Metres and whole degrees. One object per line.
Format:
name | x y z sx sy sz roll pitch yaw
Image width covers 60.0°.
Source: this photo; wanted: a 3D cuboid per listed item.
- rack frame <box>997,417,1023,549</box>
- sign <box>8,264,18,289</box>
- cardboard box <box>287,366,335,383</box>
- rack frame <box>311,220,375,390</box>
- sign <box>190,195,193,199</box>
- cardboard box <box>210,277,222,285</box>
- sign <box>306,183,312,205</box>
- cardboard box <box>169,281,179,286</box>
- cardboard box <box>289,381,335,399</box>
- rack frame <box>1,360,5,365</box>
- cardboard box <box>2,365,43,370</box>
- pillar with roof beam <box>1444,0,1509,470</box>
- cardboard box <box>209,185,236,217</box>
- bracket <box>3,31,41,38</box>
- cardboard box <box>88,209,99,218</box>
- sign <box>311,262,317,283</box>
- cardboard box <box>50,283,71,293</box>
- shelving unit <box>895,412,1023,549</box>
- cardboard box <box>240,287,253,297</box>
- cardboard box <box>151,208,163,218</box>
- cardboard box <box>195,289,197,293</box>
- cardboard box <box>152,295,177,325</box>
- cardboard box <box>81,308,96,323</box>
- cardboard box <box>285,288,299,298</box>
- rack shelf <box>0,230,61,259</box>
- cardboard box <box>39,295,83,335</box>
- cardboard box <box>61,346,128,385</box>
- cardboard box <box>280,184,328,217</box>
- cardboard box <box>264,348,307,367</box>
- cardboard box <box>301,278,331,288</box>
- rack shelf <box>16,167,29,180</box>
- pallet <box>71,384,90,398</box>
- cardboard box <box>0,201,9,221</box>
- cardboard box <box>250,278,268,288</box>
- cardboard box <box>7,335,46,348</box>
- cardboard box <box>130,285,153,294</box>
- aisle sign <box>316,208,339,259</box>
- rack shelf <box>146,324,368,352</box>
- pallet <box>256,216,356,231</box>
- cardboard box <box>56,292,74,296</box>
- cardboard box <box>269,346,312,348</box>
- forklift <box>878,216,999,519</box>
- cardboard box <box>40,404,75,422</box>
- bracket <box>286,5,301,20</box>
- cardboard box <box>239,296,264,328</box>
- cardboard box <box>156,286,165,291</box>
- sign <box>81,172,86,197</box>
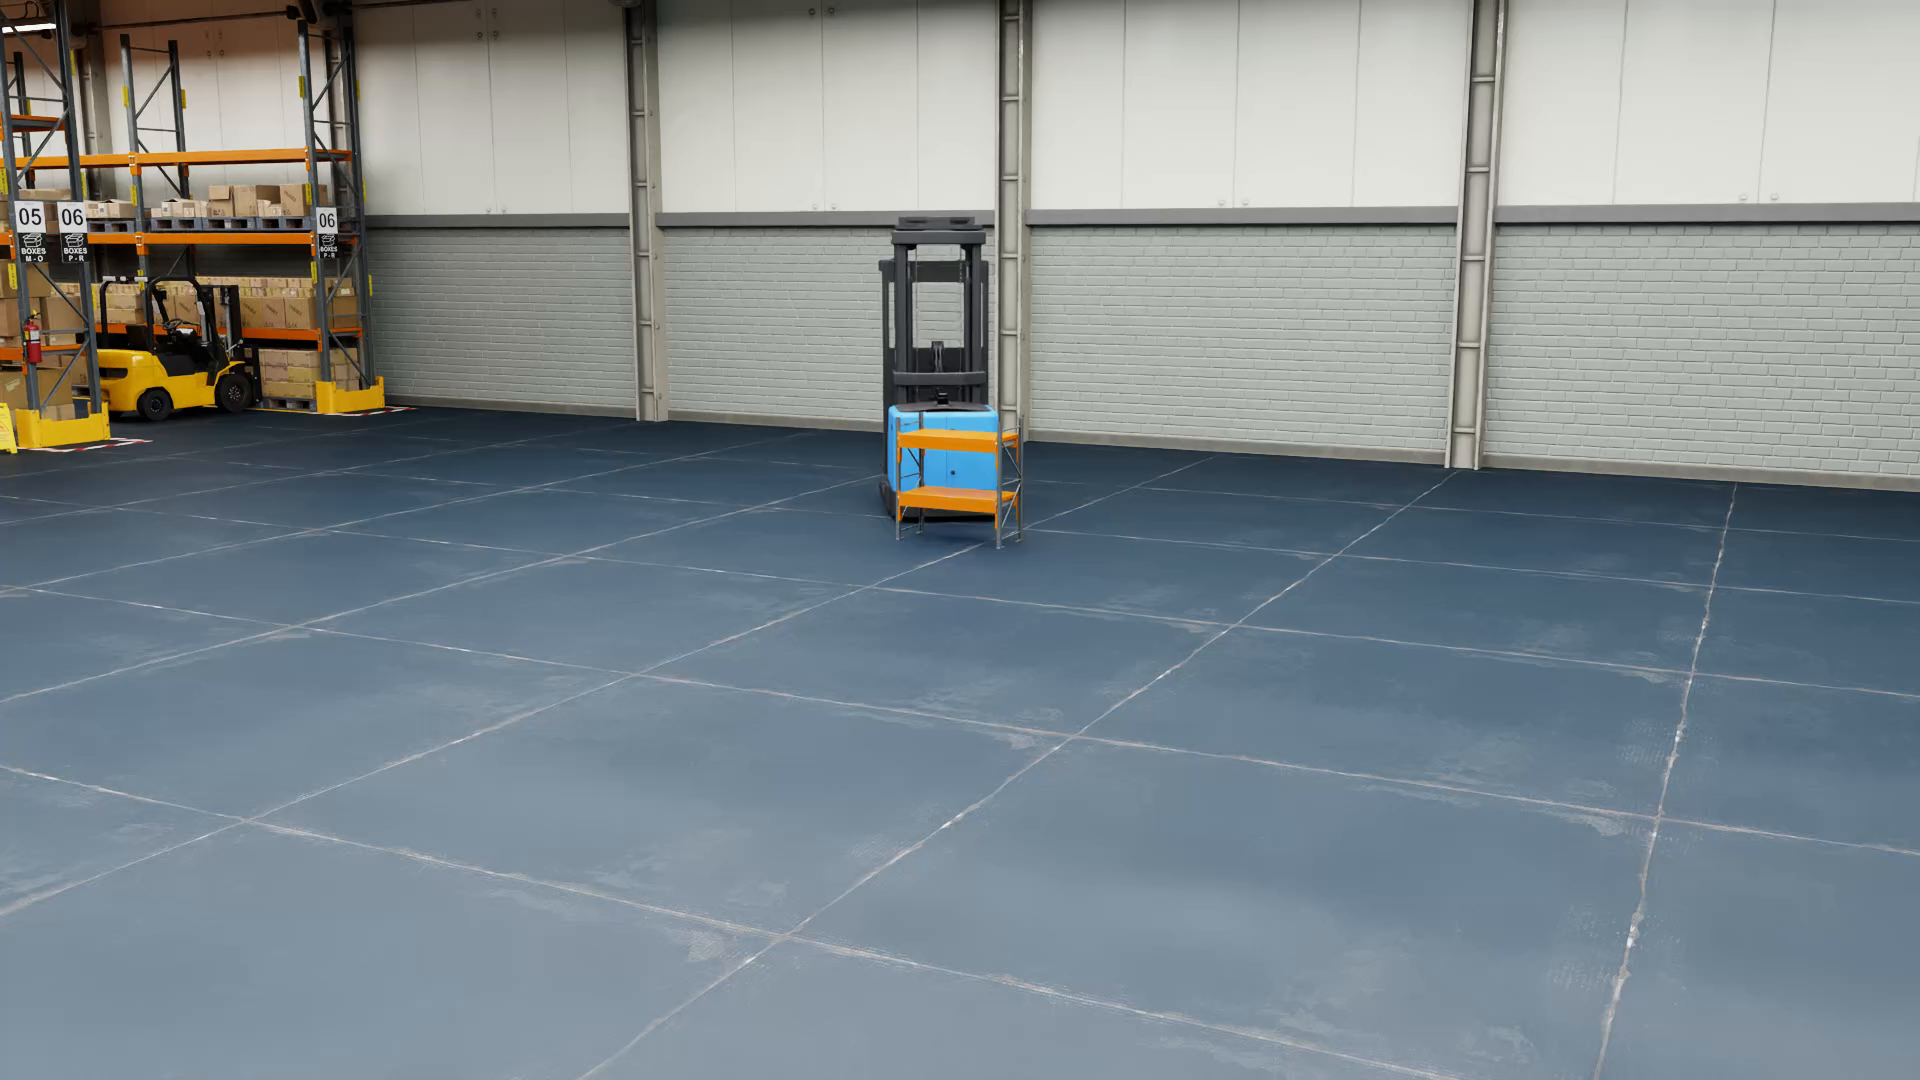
rack frame | 0.450 -0.514 14.912 0.032 1.125 0.500 5 11 26
sign | -12.288 -3.421 21.571 0.005 0.325 0.100 5 11 26
cardboard box | -10.407 -2.664 26.664 0.500 0.250 0.500 5 11 25
rack frame | -9.832 -3.576 26.565 0.127 3.000 1.000 5 11 26
sign | -13.175 -5.749 28.477 0.005 0.325 0.100 5 11 26
cardboard box | -12.074 -4.244 27.322 0.250 0.149 0.380 5 11 26
sign | -10.084 -5.363 25.753 0.005 0.325 0.100 5 11 26
cardboard box | -12.982 -4.330 27.794 0.250 0.149 0.380 5 11 27
cardboard box | -10.393 -2.416 26.698 0.500 0.250 0.500 5 11 26
rack frame | -17.006 -4.206 30.048 0.127 3.000 1.000 5 11 26
cardboard box | -13.118 -2.155 23.153 0.500 0.500 0.500 5 11 24
pillar with roof beam | 4.180 -4.621 15.493 0.400 9.000 9.100 5 11 26
cardboard box | -11.719 -5.503 27.043 0.637 0.503 0.797 5 12 28
bracket | -18.278 -9.150 30.410 4.783 0.066 0.076 5 11 26
cardboard box | -14.539 -5.537 28.226 0.250 0.149 0.380 5 11 26
sign | -10.084 -4.177 25.968 0.005 0.325 0.100 5 11 26
cardboard box | -15.688 -4.402 29.030 0.250 0.149 0.380 5 12 27
shelving unit | -0.006 -0.554 15.133 1.048 1.125 0.538 5 11 26
cardboard box | -11.428 -4.024 26.939 0.250 0.149 0.380 5 11 26
cardboard box | -13.151 -5.415 27.552 0.250 0.149 0.380 5 12 27
cardboard box | -12.348 -4.104 27.380 0.250 0.149 0.380 5 11 25
cardboard box | -13.137 -3.864 27.874 0.500 0.500 0.500 5 11 24
cardboard box | -14.872 -3.898 28.766 0.500 0.250 0.500 5 11 26
cardboard box | -10.509 -3.942 26.487 0.250 0.149 0.380 5 12 27
rack shelf | -13.818 -4.062 22.851 4.000 0.370 1.077 5 11 26
cardboard box | -12.327 -3.060 22.599 0.500 0.500 0.500 5 11 25
cardboard box | -15.259 -3.090 29.368 0.625 0.625 0.875 5 11 23
cardboard box | -10.337 -5.353 26.220 0.500 0.500 0.500 5 12 28
cardboard box | -10.843 -2.947 26.826 0.500 0.250 0.500 5 12 27
cardboard box | -10.246 -4.085 26.442 0.250 0.149 0.380 5 11 26
rack shelf | -18.800 -6.765 30.484 4.000 0.370 1.077 5 11 26
pallet | -15.195 -2.667 29.371 1.213 0.211 1.003 5 11 26
cardboard box | -12.603 -4.329 21.888 0.500 0.250 0.500 5 11 25
cardboard box | -11.201 -4.150 26.801 0.250 0.149 0.380 5 12 27
cardboard box | -12.455 -2.654 22.180 0.250 0.149 0.380 5 12 28
cardboard box | -13.824 -4.251 28.193 0.250 0.149 0.380 5 12 28
aisle sign | -9.903 -4.803 26.046 0.004 0.787 0.394 5 11 26
rack shelf | -11.625 -3.379 27.500 4.000 0.370 1.077 5 11 26
pallet | -10.454 -5.068 26.636 1.213 0.211 1.003 5 11 26
cardboard box | -15.337 -4.184 28.945 0.500 0.250 0.500 5 11 27
cardboard box | -11.072 -3.069 27.501 0.500 0.250 0.500 5 11 25
forklift | -0.275 -1.868 17.321 1.130 2.935 3.031 -1 10 -6
cardboard box | -12.626 -1.744 22.986 0.500 0.250 0.500 5 11 25
bracket | -10.587 -8.474 26.676 0.430 0.232 0.235 5 11 26
cardboard box | -11.310 -3.705 26.995 0.500 0.500 0.500 5 11 25
cardboard box | -13.249 -4.192 27.869 0.250 0.149 0.380 5 11 25
sign | -11.785 -4.776 22.317 0.005 0.325 0.100 5 11 26
